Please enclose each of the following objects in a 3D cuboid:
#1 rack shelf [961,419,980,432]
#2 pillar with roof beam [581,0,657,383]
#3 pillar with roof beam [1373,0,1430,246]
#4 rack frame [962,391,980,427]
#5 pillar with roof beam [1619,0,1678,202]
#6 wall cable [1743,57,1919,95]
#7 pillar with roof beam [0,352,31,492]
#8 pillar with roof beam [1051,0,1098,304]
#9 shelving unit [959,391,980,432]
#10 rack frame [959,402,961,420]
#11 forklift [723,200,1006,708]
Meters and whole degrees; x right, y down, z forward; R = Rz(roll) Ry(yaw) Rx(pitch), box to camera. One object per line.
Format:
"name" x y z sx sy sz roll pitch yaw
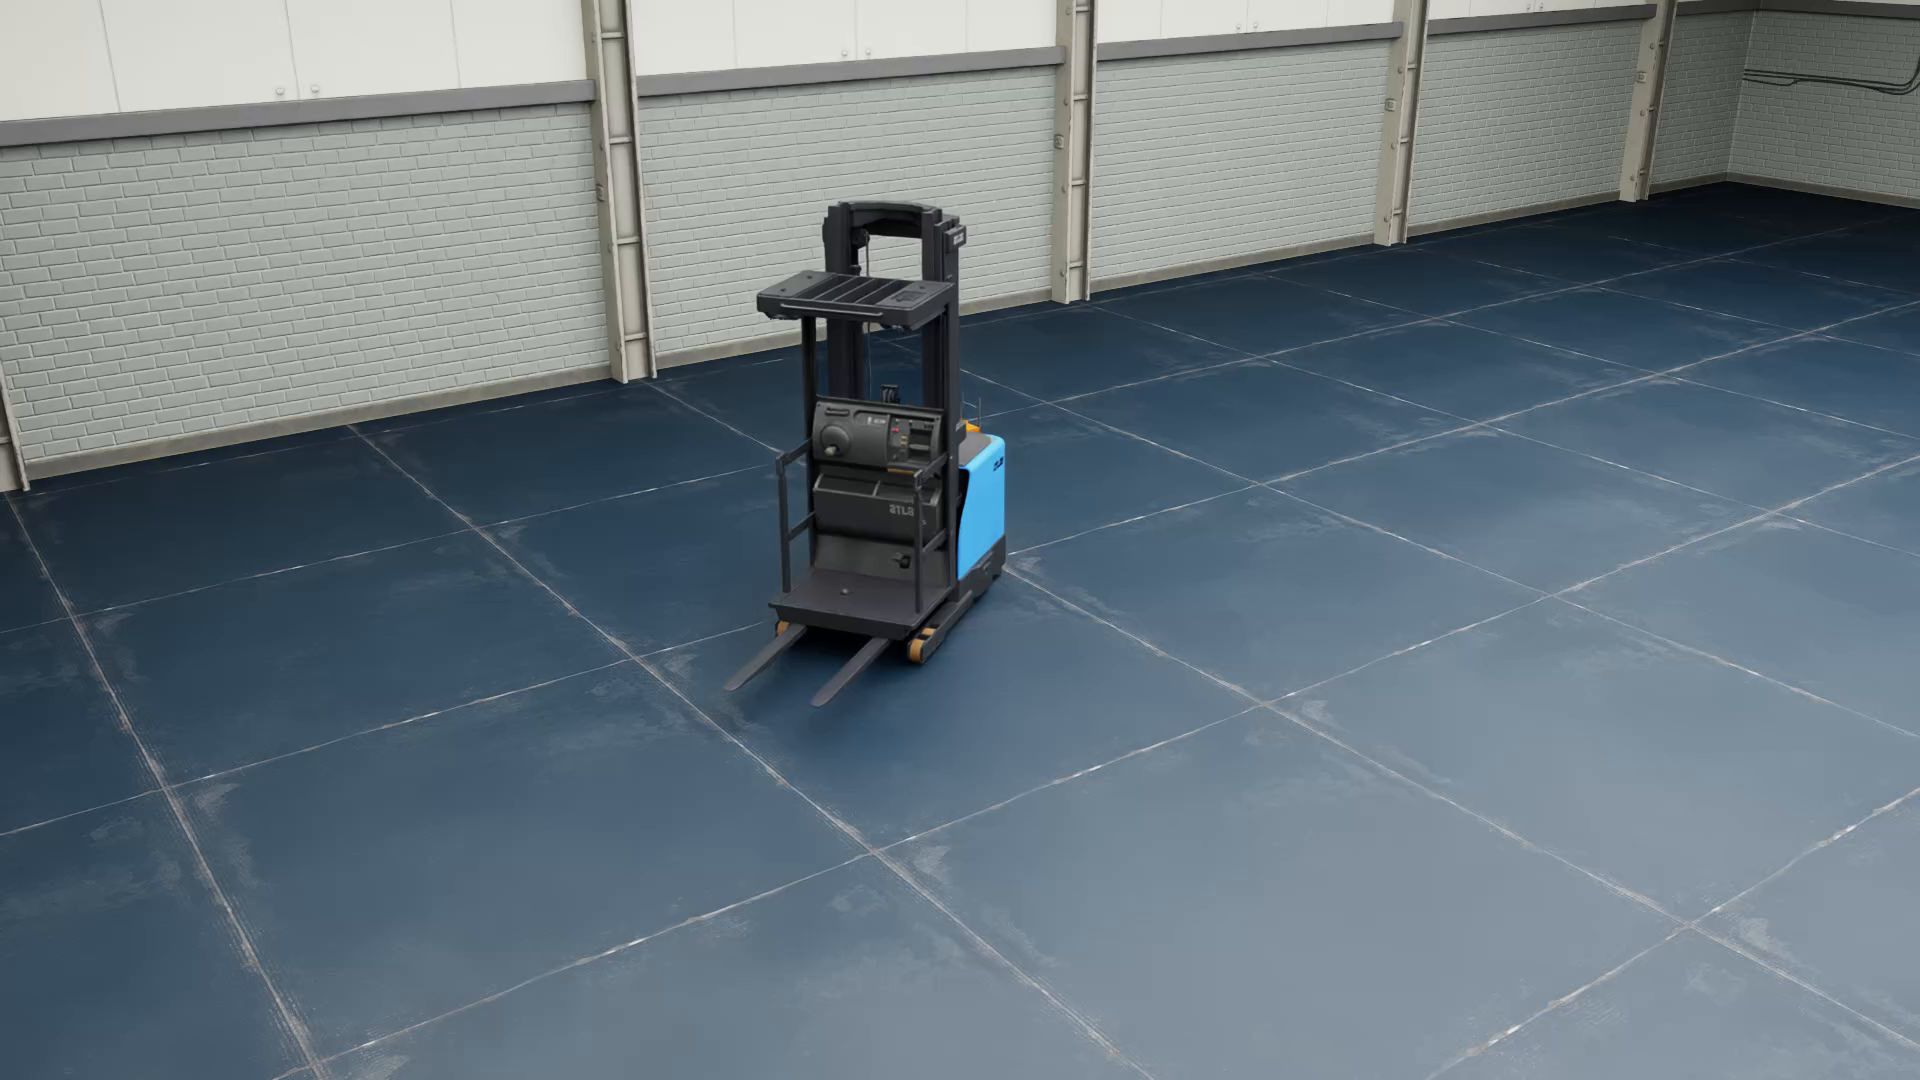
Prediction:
"rack shelf" 0.012 -0.853 13.065 0.180 0.103 0.258 -15 26 -33
"pillar with roof beam" -0.967 -4.624 12.843 0.400 9.000 9.100 -15 26 -33
"pillar with roof beam" 8.774 -7.222 19.352 0.400 9.000 9.100 -15 26 -33
"rack frame" 0.086 -0.580 13.231 0.006 1.200 0.240 -15 26 -33
"pillar with roof beam" 13.645 -8.520 22.607 0.400 9.000 9.100 -15 26 -33
"wall cable" 14.294 -8.613 27.029 0.112 2.526 3.097 -15 26 -33
"pillar with roof beam" -5.837 -3.326 9.589 0.400 9.000 9.100 -15 26 -33
"pillar with roof beam" 3.904 -5.923 16.098 0.400 9.000 9.100 -15 26 -33
"shelving unit" 0.012 -0.560 13.182 0.189 1.200 0.258 -15 26 -33
"rack frame" -0.063 -0.541 13.132 0.006 1.200 0.240 -15 26 -33
"forklift" -0.644 -0.697 11.187 1.130 2.935 3.031 8 23 19
